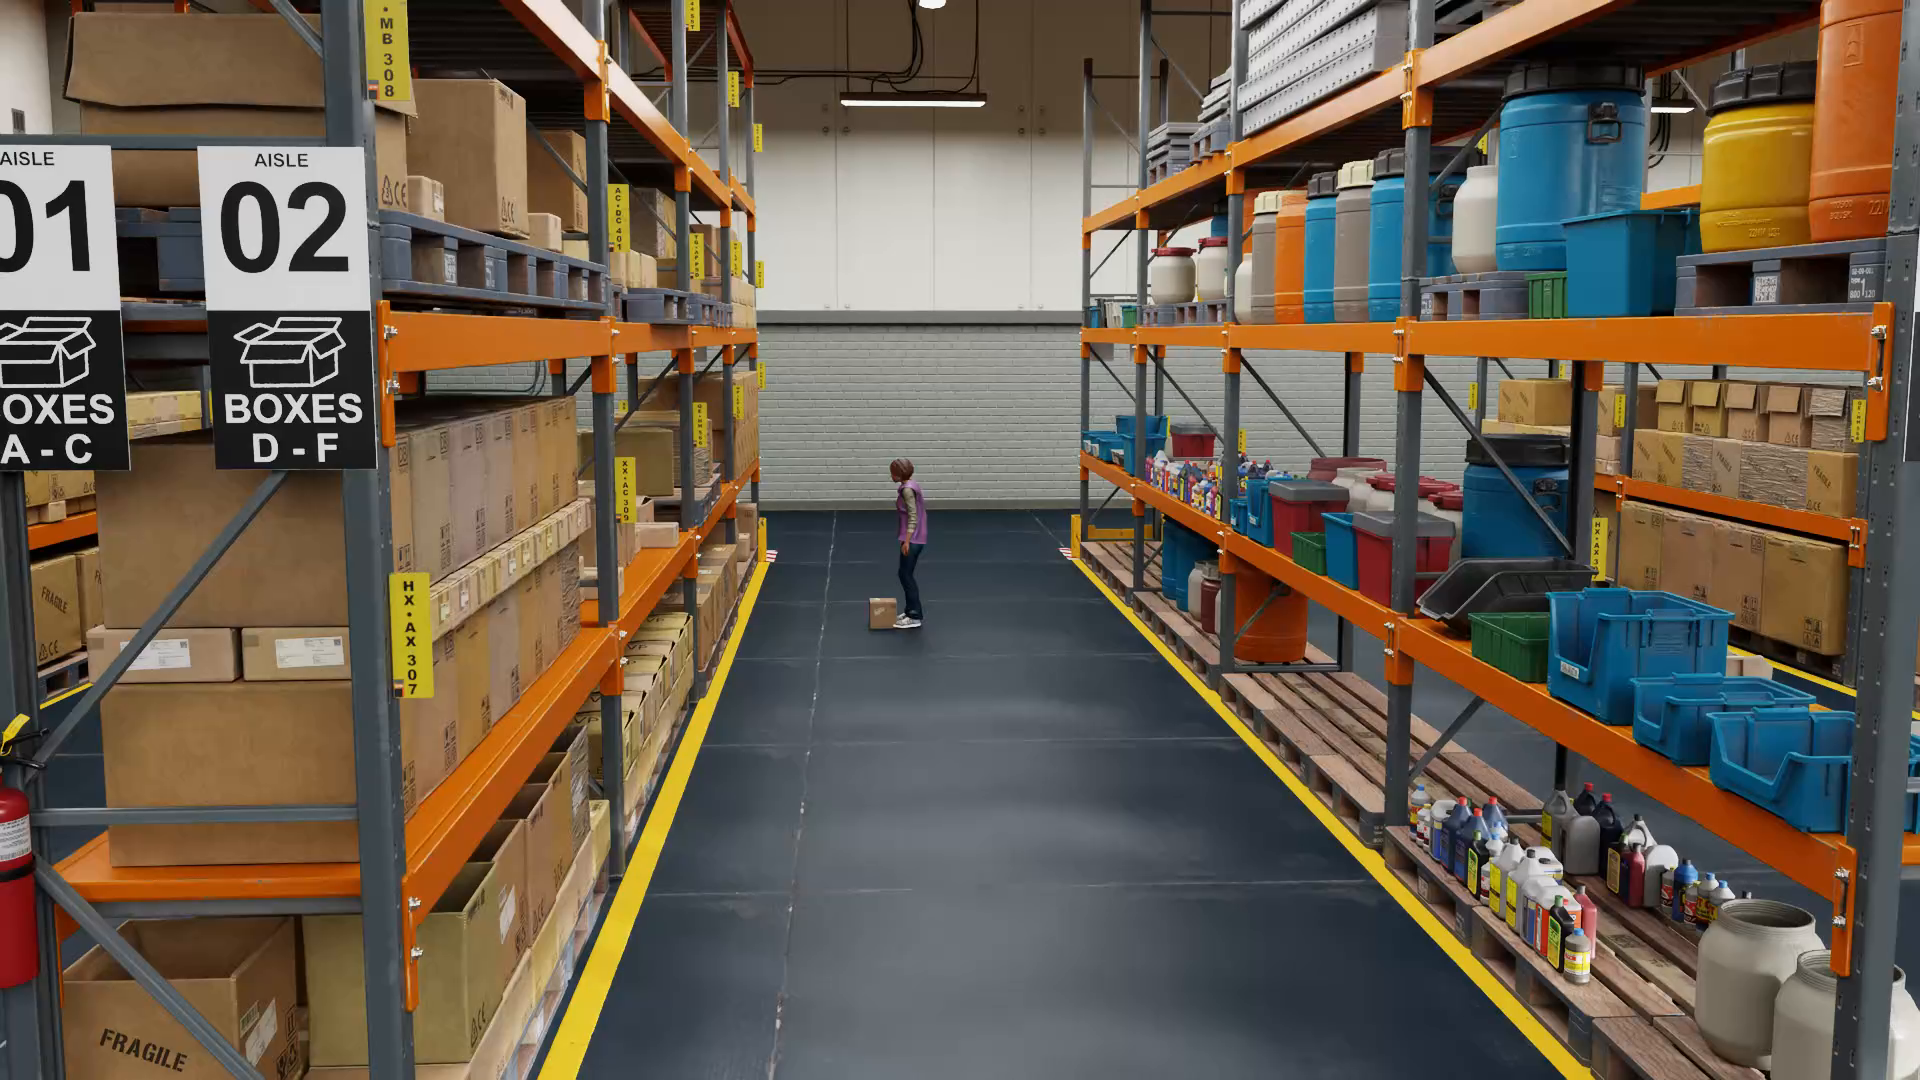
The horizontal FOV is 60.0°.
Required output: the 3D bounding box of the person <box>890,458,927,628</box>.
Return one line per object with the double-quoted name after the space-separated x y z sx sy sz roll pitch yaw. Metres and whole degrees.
-0.483 0.022 15.631 0.348 1.591 0.459 0 7 -4 "person"
